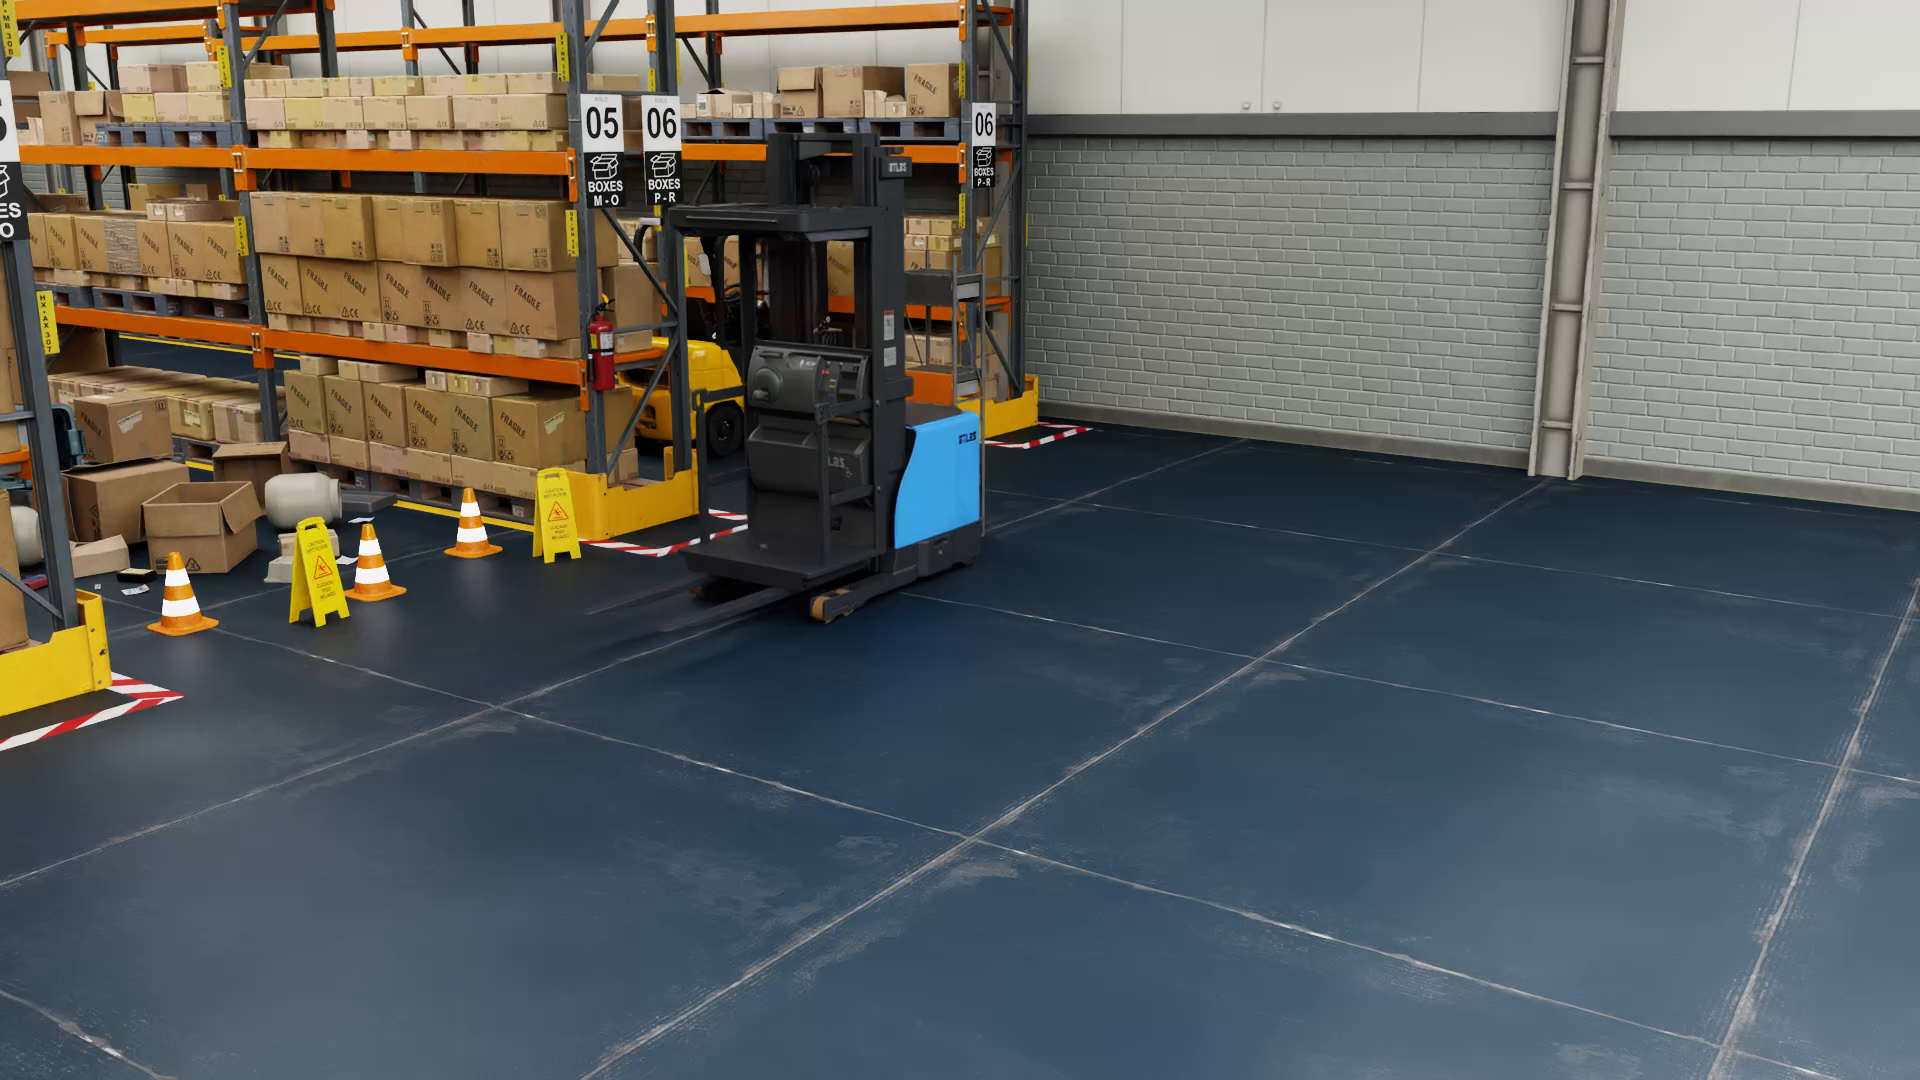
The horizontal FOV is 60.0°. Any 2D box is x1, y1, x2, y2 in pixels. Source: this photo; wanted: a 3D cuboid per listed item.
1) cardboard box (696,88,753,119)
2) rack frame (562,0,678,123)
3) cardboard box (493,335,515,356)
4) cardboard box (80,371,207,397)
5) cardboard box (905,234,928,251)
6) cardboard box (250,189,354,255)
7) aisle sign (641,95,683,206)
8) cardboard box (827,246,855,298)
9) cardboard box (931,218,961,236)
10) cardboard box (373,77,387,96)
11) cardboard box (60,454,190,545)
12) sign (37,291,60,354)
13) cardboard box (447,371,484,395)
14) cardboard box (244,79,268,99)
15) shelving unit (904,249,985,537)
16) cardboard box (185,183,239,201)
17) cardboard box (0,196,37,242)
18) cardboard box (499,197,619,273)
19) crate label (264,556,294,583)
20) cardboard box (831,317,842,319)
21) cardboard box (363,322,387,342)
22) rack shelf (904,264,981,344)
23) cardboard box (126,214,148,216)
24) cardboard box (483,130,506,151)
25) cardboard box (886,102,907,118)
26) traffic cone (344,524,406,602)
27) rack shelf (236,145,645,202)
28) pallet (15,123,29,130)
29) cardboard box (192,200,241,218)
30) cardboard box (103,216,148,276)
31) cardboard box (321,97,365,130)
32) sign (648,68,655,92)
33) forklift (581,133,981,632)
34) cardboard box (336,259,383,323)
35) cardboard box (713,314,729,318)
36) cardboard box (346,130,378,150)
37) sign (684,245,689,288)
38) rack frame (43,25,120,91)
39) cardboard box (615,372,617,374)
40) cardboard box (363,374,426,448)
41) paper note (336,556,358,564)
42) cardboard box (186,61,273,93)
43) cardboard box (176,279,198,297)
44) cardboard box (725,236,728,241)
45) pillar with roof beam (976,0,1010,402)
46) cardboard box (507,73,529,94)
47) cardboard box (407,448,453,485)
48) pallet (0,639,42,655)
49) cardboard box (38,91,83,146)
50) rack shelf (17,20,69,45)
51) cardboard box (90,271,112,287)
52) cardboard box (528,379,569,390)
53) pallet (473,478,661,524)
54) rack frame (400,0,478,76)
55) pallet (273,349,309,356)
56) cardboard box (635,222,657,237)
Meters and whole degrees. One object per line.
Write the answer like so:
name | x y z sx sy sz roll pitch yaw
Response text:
cardboard box | -2.427 -4.604 17.540 0.500 0.311 0.500 10 17 34
rack frame | -2.429 -4.484 11.712 0.127 3.000 1.000 9 17 33
cardboard box | -3.332 -1.508 12.697 0.250 0.149 0.380 9 16 32
cardboard box | -7.987 -1.398 16.324 0.625 0.372 0.950 9 16 32
cardboard box | -0.335 -2.945 16.419 0.250 0.149 0.380 9 17 34
cardboard box | -5.504 -2.685 14.019 0.500 0.500 0.700 9 17 32
aisle sign | -2.205 -2.888 12.336 0.004 0.787 0.394 9 17 33
cardboard box | -1.068 -2.765 17.041 0.500 0.500 0.500 9 16 32
cardboard box | -0.077 -3.076 16.331 0.250 0.149 0.380 9 17 33
cardboard box | -4.333 -3.531 12.964 0.250 0.149 0.380 10 17 34
cardboard box | -6.080 -0.281 12.128 0.503 0.637 0.797 9 17 33
sign | -4.793 -1.140 8.721 0.005 0.325 0.100 9 17 33
cardboard box | -3.788 -1.246 13.052 0.250 0.149 0.380 10 17 34
cardboard box | -5.669 -3.723 13.740 0.250 0.149 0.380 9 16 32
shelving unit | -0.137 -1.041 12.161 0.503 2.100 0.431 9 17 33
cardboard box | -10.707 -4.860 23.847 0.500 0.500 0.500 9 16 31
cardboard box | -9.642 -3.196 16.704 0.500 0.500 0.500 9 16 31
cardboard box | -2.975 -2.276 12.365 0.500 0.500 0.700 9 16 31
crate label | -4.530 0.191 11.268 0.298 0.136 0.250 1 14 4
cardboard box | -1.624 -2.291 18.101 0.500 0.250 0.500 9 17 33
cardboard box | -4.610 -1.707 13.500 0.250 0.149 0.380 9 17 33
rack shelf | -0.137 -1.708 11.996 0.480 0.518 0.431 9 17 33
cardboard box | -7.680 -2.902 16.102 0.500 0.500 0.500 8 16 29
cardboard box | -3.308 -2.968 12.350 0.250 0.149 0.380 10 17 34
cardboard box | -0.519 -4.200 16.244 0.250 0.149 0.380 9 16 31
traffic cone | -3.843 0.126 10.853 0.334 0.463 0.336 9 17 33
rack shelf | -4.089 -2.947 13.242 4.000 0.370 1.077 9 17 33
pallet | -9.631 -4.085 16.735 1.003 0.211 1.213 10 17 35
cardboard box | -6.900 -3.079 15.469 0.250 0.149 0.380 10 17 36
cardboard box | -7.532 -2.728 15.402 0.500 0.500 0.500 8 16 31
cardboard box | -4.694 -3.386 13.209 0.500 0.250 0.500 9 17 33
sign | -3.276 -4.849 17.697 0.005 0.325 0.100 9 17 33
forklift | -1.090 -1.040 10.425 1.130 2.935 3.031 9 17 33
cardboard box | -4.700 -2.054 13.553 0.500 0.500 0.500 9 17 32
cardboard box | -2.755 -2.326 18.245 0.500 0.250 0.500 9 16 32
cardboard box | -4.606 -3.162 13.134 0.250 0.149 0.380 9 16 32
sign | -2.126 -2.101 12.766 0.005 0.325 0.100 9 17 33
rack frame | -12.938 -7.620 24.380 0.127 3.000 1.000 9 17 33
cardboard box | -4.060 -2.323 19.535 0.625 0.625 0.875 9 17 32
cardboard box | -4.529 -1.070 13.689 0.500 0.500 0.500 10 17 36
paper note | -4.324 0.139 11.698 0.142 0.019 0.148 3 14 14
cardboard box | -6.300 -3.991 14.358 0.500 0.250 0.500 10 17 34
cardboard box | -6.772 -2.271 14.903 0.250 0.149 0.380 9 16 32
cardboard box | -2.416 -3.303 17.867 0.250 0.149 0.380 9 17 33
pillar with roof beam | -2.139 -4.889 13.347 0.400 9.000 9.100 9 17 33
cardboard box | -3.067 -3.322 12.123 0.250 0.149 0.380 10 17 34
cardboard box | -4.113 -0.636 13.500 0.500 0.250 0.500 8 16 31
pallet | -5.815 0.690 9.096 1.213 0.211 1.003 9 17 33
cardboard box | -8.286 -4.021 15.872 0.500 0.500 0.700 9 17 33
rack shelf | -10.727 -5.282 17.264 4.000 0.370 1.077 9 17 33
cardboard box | -8.024 -2.498 15.821 0.250 0.149 0.380 10 17 36
cardboard box | -3.401 -1.041 13.574 0.500 0.500 0.500 8 16 31
pallet | -3.147 -0.345 13.277 1.213 0.211 1.003 9 17 33
rack frame | -6.300 -6.547 20.046 0.127 3.000 1.000 9 17 33
pallet | -8.923 -2.717 22.858 1.213 0.211 1.003 9 17 33
cardboard box | -3.388 -3.464 18.516 0.250 0.149 0.380 10 17 35
